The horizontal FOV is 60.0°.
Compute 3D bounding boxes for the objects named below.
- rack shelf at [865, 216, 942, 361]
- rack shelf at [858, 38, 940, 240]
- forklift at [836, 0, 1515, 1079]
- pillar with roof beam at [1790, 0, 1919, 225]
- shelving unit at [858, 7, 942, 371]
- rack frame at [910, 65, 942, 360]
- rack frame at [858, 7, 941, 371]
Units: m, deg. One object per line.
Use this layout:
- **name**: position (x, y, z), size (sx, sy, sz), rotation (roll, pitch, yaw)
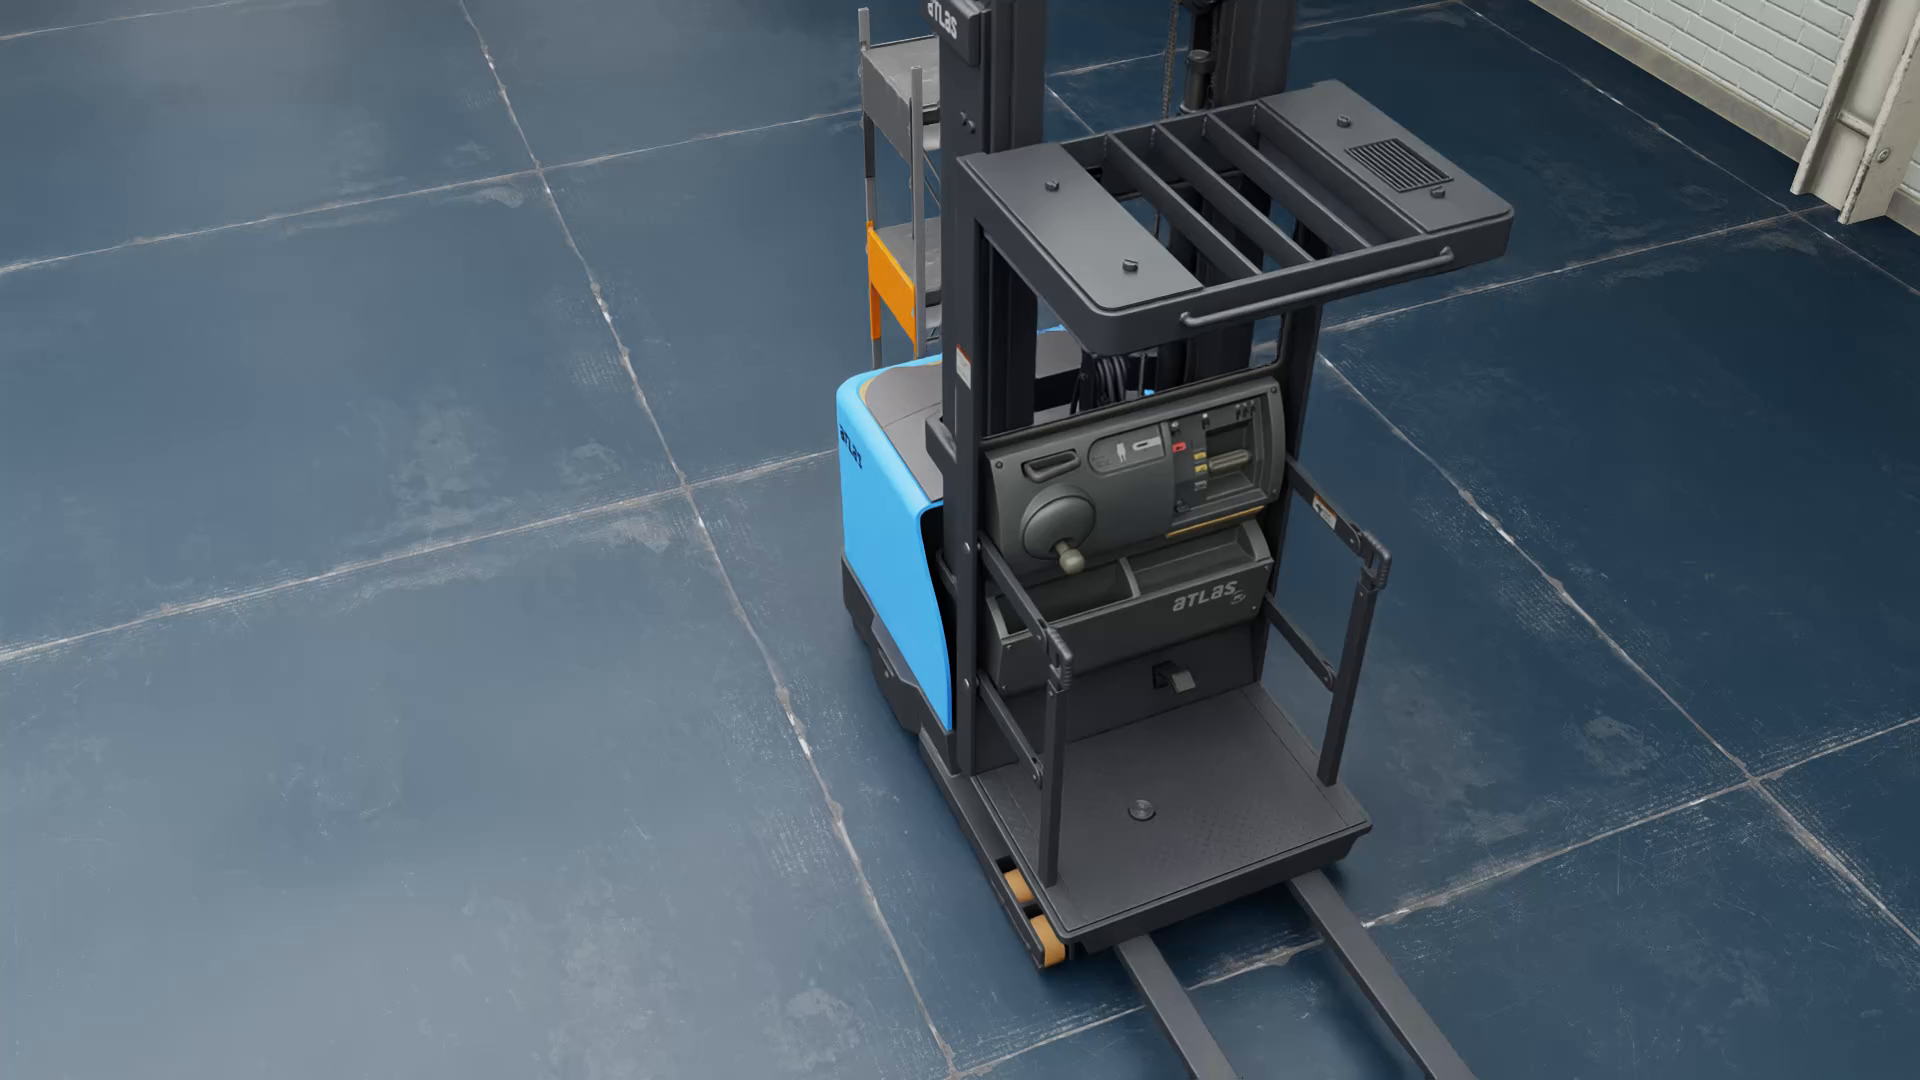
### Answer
- **rack shelf**: position (-0.063, -0.885, 6.190), size (0.431, 0.518, 0.480), rotation (-15, 43, -17)
- **rack shelf**: position (-0.063, -1.416, 5.734), size (0.431, 0.518, 0.480), rotation (-15, 43, -17)
- **forklift**: position (0.608, -0.101, 4.620), size (1.130, 2.935, 3.031), rotation (-16, 43, -18)
- **pillar with roof beam**: position (0.696, -4.137, 4.659), size (9.100, 9.000, 0.400), rotation (-15, 43, -17)
- **shelving unit**: position (-0.063, -0.896, 6.181), size (0.431, 2.100, 0.503), rotation (-15, 43, -17)
- **rack frame**: position (0.030, -0.749, 6.010), size (0.400, 2.100, 0.015), rotation (-15, 43, -17)
- **rack frame**: position (-0.157, -1.043, 6.352), size (0.400, 2.100, 0.015), rotation (-15, 43, -17)
